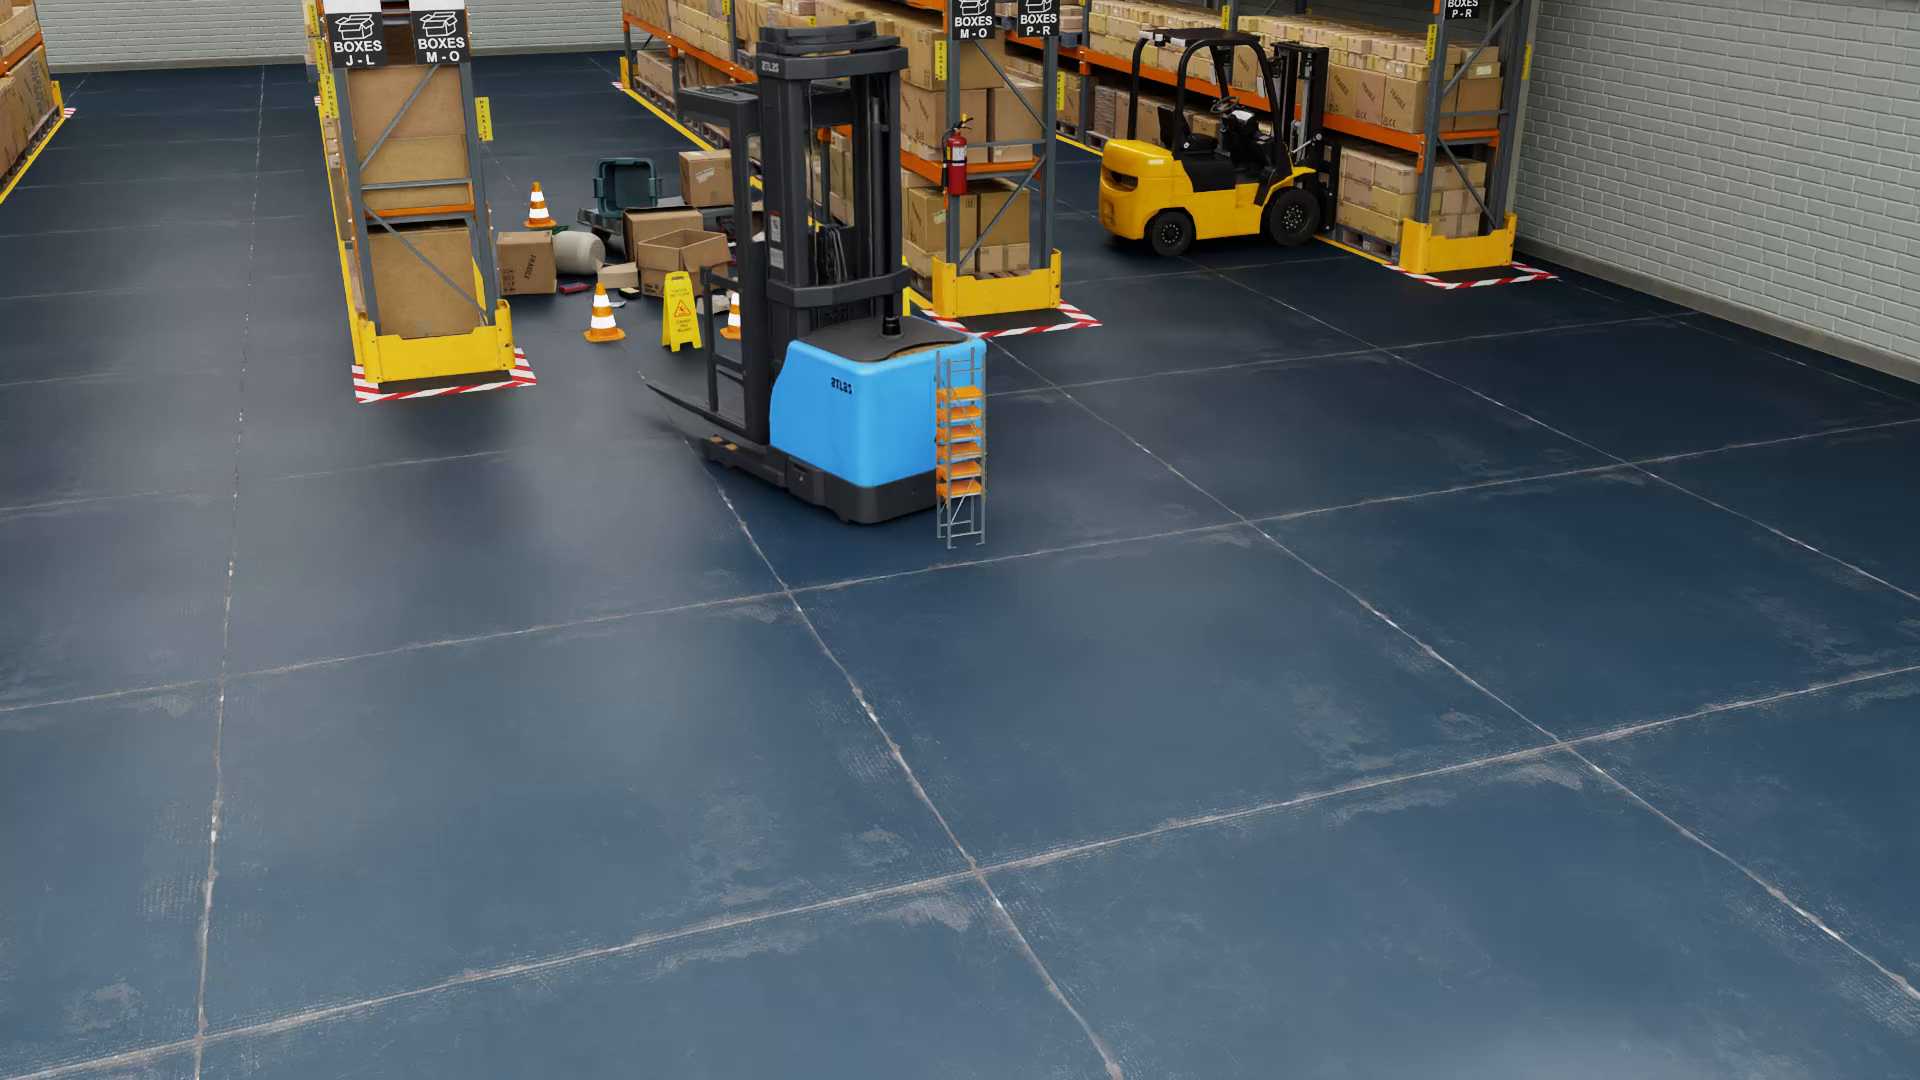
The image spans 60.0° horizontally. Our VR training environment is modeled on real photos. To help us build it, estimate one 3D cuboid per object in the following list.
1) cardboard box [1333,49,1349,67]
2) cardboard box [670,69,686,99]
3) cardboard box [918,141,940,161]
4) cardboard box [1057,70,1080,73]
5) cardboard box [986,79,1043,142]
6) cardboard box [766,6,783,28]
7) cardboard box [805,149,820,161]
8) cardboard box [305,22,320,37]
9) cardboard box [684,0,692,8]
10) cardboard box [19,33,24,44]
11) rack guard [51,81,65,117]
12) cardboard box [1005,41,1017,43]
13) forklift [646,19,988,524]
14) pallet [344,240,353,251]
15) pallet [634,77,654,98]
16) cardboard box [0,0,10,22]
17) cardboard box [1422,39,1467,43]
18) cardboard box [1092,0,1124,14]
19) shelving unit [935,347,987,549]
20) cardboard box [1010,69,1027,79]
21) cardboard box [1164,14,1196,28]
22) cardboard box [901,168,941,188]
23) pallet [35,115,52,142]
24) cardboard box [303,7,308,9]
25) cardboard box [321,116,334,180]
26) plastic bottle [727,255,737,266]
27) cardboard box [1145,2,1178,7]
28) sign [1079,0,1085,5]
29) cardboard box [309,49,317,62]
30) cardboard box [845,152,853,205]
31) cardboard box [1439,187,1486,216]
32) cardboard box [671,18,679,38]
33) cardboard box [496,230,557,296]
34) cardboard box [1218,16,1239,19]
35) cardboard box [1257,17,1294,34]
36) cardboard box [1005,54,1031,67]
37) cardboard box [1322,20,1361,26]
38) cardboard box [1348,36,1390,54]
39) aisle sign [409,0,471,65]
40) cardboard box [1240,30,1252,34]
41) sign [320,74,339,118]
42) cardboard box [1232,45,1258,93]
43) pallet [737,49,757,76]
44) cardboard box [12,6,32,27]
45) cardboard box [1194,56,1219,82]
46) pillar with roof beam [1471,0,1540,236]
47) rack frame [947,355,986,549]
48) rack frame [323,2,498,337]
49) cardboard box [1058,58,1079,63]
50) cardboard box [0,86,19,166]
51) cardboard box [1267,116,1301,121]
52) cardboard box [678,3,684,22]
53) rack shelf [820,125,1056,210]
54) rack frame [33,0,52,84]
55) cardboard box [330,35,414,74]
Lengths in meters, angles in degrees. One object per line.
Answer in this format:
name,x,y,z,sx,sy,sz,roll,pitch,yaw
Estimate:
cardboard box,4.145,-5.064,17.439,0.380,0.149,0.250,-8,24,-19
cardboard box,-3.997,-7.103,25.997,0.875,0.438,0.875,-9,24,-20
cardboard box,-0.162,-3.554,15.144,0.380,0.149,0.250,-9,24,-20
cardboard box,1.591,-6.758,24.264,0.380,0.149,0.250,-9,25,-21
cardboard box,0.456,-3.880,15.082,0.500,0.500,0.500,-9,24,-20
cardboard box,-1.966,-6.012,19.599,0.500,0.500,0.500,-9,25,-21
cardboard box,-1.494,-4.374,19.607,0.950,0.372,0.625,-7,24,-16
cardboard box,-7.660,-6.145,19.983,0.380,0.149,0.250,-9,25,-21
cardboard box,-3.609,-7.791,23.456,0.500,0.500,0.500,-9,24,-20
cardboard box,-13.492,-7.091,23.535,0.380,0.149,0.250,-9,25,-21
rack guard,-14.568,-6.797,25.734,1.175,0.500,0.348,-8,24,-19
cardboard box,0.701,-7.848,26.468,0.380,0.149,0.250,-9,24,-20
forklift,-1.140,-1.952,11.108,1.130,2.935,3.031,-18,29,-36
pallet,-5.988,-3.209,17.592,1.003,0.211,1.213,-8,24,-19
pallet,-4.933,-7.735,28.331,1.003,0.211,1.213,-8,24,-19
cardboard box,-13.243,-7.290,22.528,0.500,0.500,0.500,-8,24,-19
cardboard box,4.920,-4.996,16.895,0.380,0.149,0.250,-8,24,-18
cardboard box,2.017,-7.265,22.660,0.380,0.149,0.250,-8,24,-17
shelving unit,0.005,-0.548,10.004,0.258,1.200,0.189,-8,24,-19
cardboard box,1.097,-6.990,25.650,0.500,0.500,0.500,-9,25,-21
cardboard box,2.785,-6.521,20.896,0.380,0.149,0.250,-8,24,-19
cardboard box,-0.356,-3.437,15.741,0.380,0.149,0.250,-8,24,-17
pallet,-13.777,-5.933,24.055,1.003,0.211,1.213,-8,24,-19
cardboard box,-8.393,-6.899,21.772,0.380,0.149,0.250,-9,24,-19
cardboard box,-6.927,-4.601,19.659,1.050,0.750,0.750,-9,24,-20
plastic bottle,-2.348,-2.860,16.956,0.133,0.061,0.283,-4,23,-10
cardboard box,2.715,-7.148,22.384,0.380,0.149,0.250,-8,24,-19
sign,1.675,-7.495,22.782,0.100,0.325,0.005,-8,24,-19
cardboard box,-7.662,-5.871,20.101,0.380,0.149,0.250,-8,24,-18
cardboard box,-0.893,-3.768,17.361,0.500,0.500,0.500,-7,24,-17
cardboard box,5.034,-3.525,17.108,0.500,0.250,0.500,-8,24,-18
cardboard box,-3.967,-7.582,24.569,0.500,0.250,0.500,-9,24,-20
cardboard box,-4.136,-2.650,15.891,0.500,0.500,0.500,-4,23,-10
cardboard box,3.427,-6.410,20.632,0.380,0.149,0.250,-9,24,-20
cardboard box,3.621,-5.868,18.963,0.380,0.149,0.250,-8,24,-18
cardboard box,0.916,-7.521,26.075,0.380,0.149,0.250,-10,25,-22
cardboard box,4.291,-5.756,18.699,0.380,0.149,0.250,-9,24,-20
cardboard box,4.234,-5.109,17.163,0.380,0.149,0.250,-8,24,-18
aisle sign,-3.926,-3.984,12.493,0.394,0.787,0.004,-8,24,-19
cardboard box,3.459,-5.815,19.222,0.380,0.149,0.250,-9,24,-20
sign,-4.744,-3.344,12.526,0.100,0.325,0.005,-8,24,-19
cardboard box,3.505,-5.471,19.241,0.500,0.500,0.500,-9,24,-20
pallet,-2.111,-6.061,21.014,1.213,0.211,1.003,-8,24,-19
cardboard box,-13.962,-7.684,24.430,0.500,0.250,0.500,-9,24,-20
cardboard box,3.170,-5.701,20.106,0.500,0.250,0.500,-8,24,-18
pillar with roof beam,1.576,-6.719,14.606,9.100,9.000,0.400,-8,24,-19
rack frame,0.037,-0.514,9.926,0.240,1.200,0.006,-8,24,-19
rack frame,-4.232,-2.771,12.962,1.000,3.000,0.127,-8,24,-19
cardboard box,1.664,-7.311,25.577,0.380,0.149,0.250,-8,24,-18
cardboard box,-12.585,-5.147,20.795,1.225,0.875,0.875,-9,25,-21
cardboard box,3.948,-4.857,19.625,0.500,0.250,0.500,-8,24,-18
cardboard box,-3.773,-7.624,24.026,0.500,0.250,0.500,-8,24,-18
rack shelf,-0.343,-3.882,16.524,1.077,0.370,4.000,-8,24,-19
rack frame,-14.560,-7.940,25.227,1.000,3.000,0.127,-8,24,-19
cardboard box,-4.987,-4.062,14.441,0.875,0.550,0.500,-8,24,-19
